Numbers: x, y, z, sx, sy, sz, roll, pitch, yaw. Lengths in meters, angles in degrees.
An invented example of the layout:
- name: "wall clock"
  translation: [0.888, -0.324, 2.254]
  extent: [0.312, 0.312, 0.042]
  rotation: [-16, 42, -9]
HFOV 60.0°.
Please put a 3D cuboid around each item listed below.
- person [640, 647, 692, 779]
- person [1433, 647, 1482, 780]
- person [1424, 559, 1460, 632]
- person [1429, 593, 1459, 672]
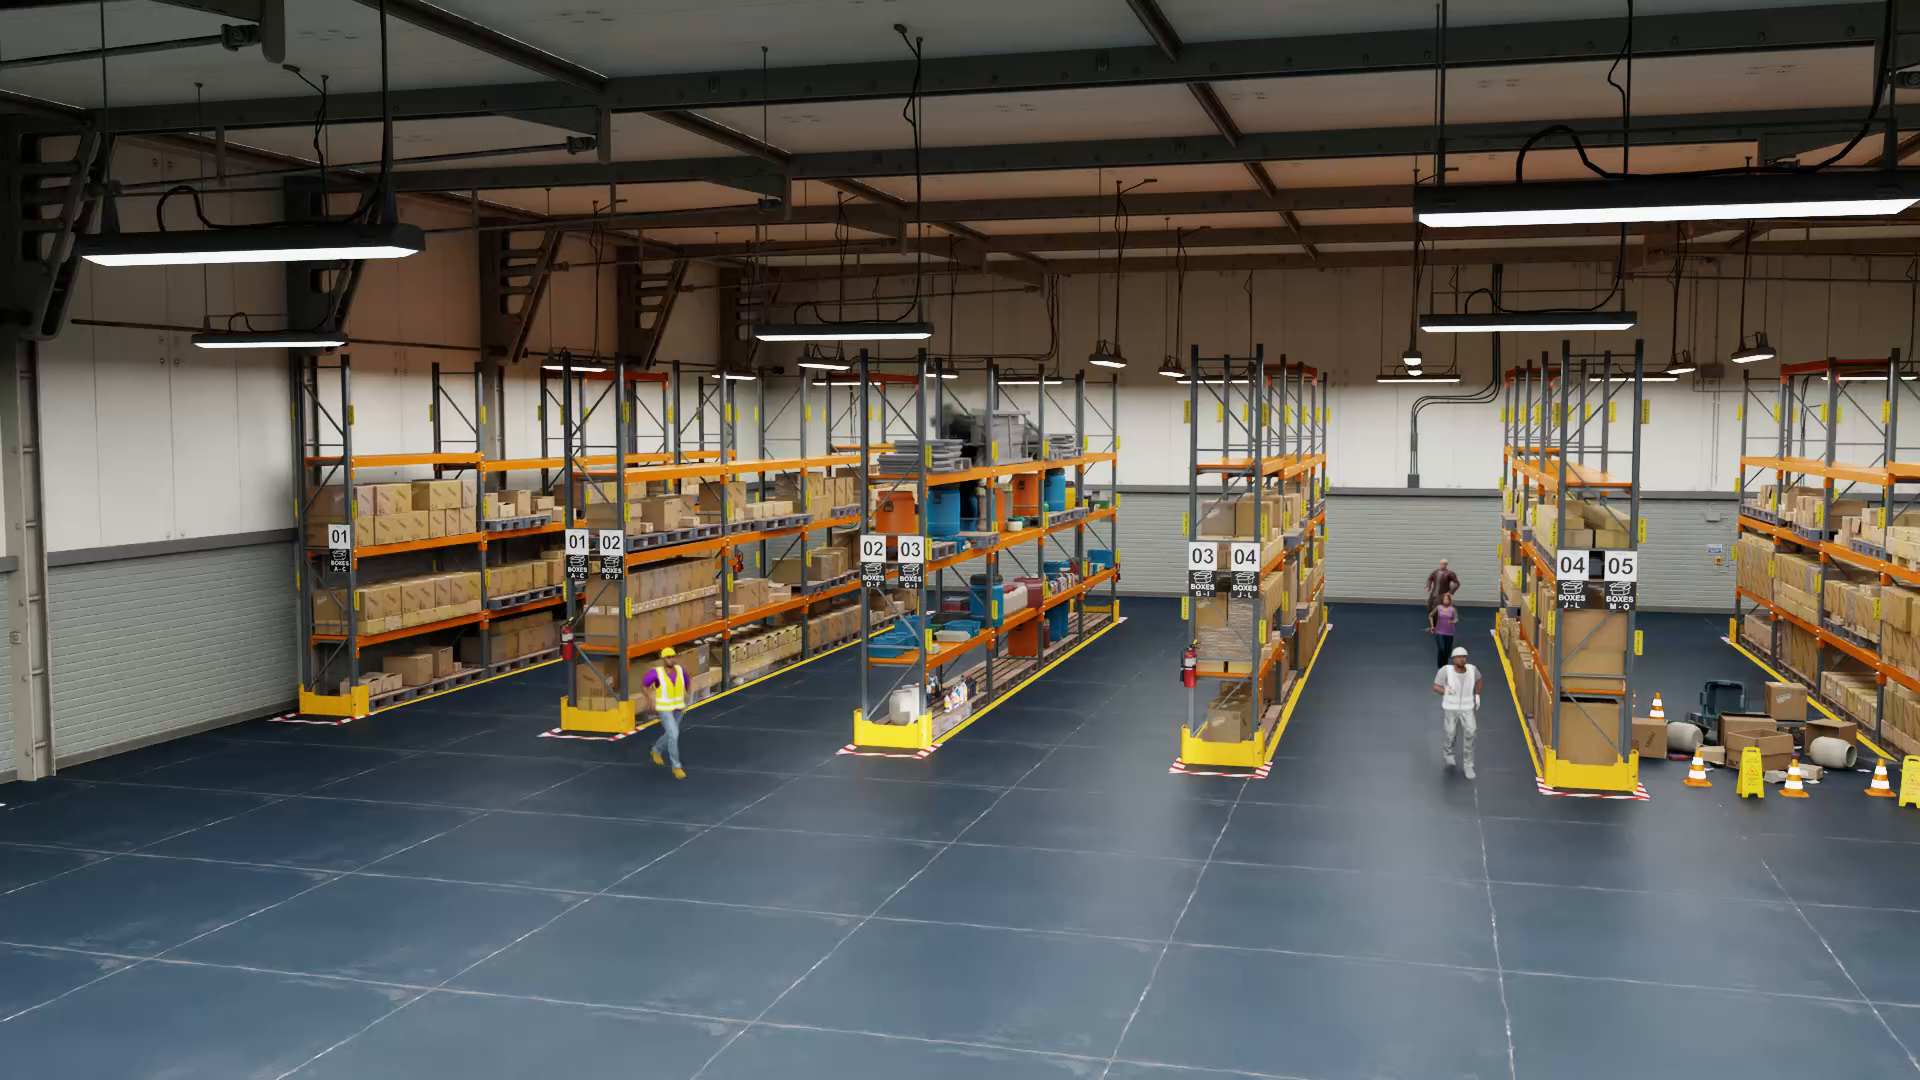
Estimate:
- name: "person"
  translation: [-4.046, 2.377, 23.214]
  extent: [0.681, 1.781, 0.916]
  rotation: [-4, 6, -42]
- name: "person"
  translation: [6.955, 2.382, 23.238]
  extent: [0.700, 1.817, 0.833]
  rotation: [1, 4, 7]
- name: "person"
  translation: [11.003, 1.285, 38.165]
  extent: [0.561, 1.711, 0.772]
  rotation: [-3, 5, -37]
- name: "person"
  translation: [9.210, 1.832, 31.626]
  extent: [0.503, 1.644, 0.710]
  rotation: [0, 4, 4]
